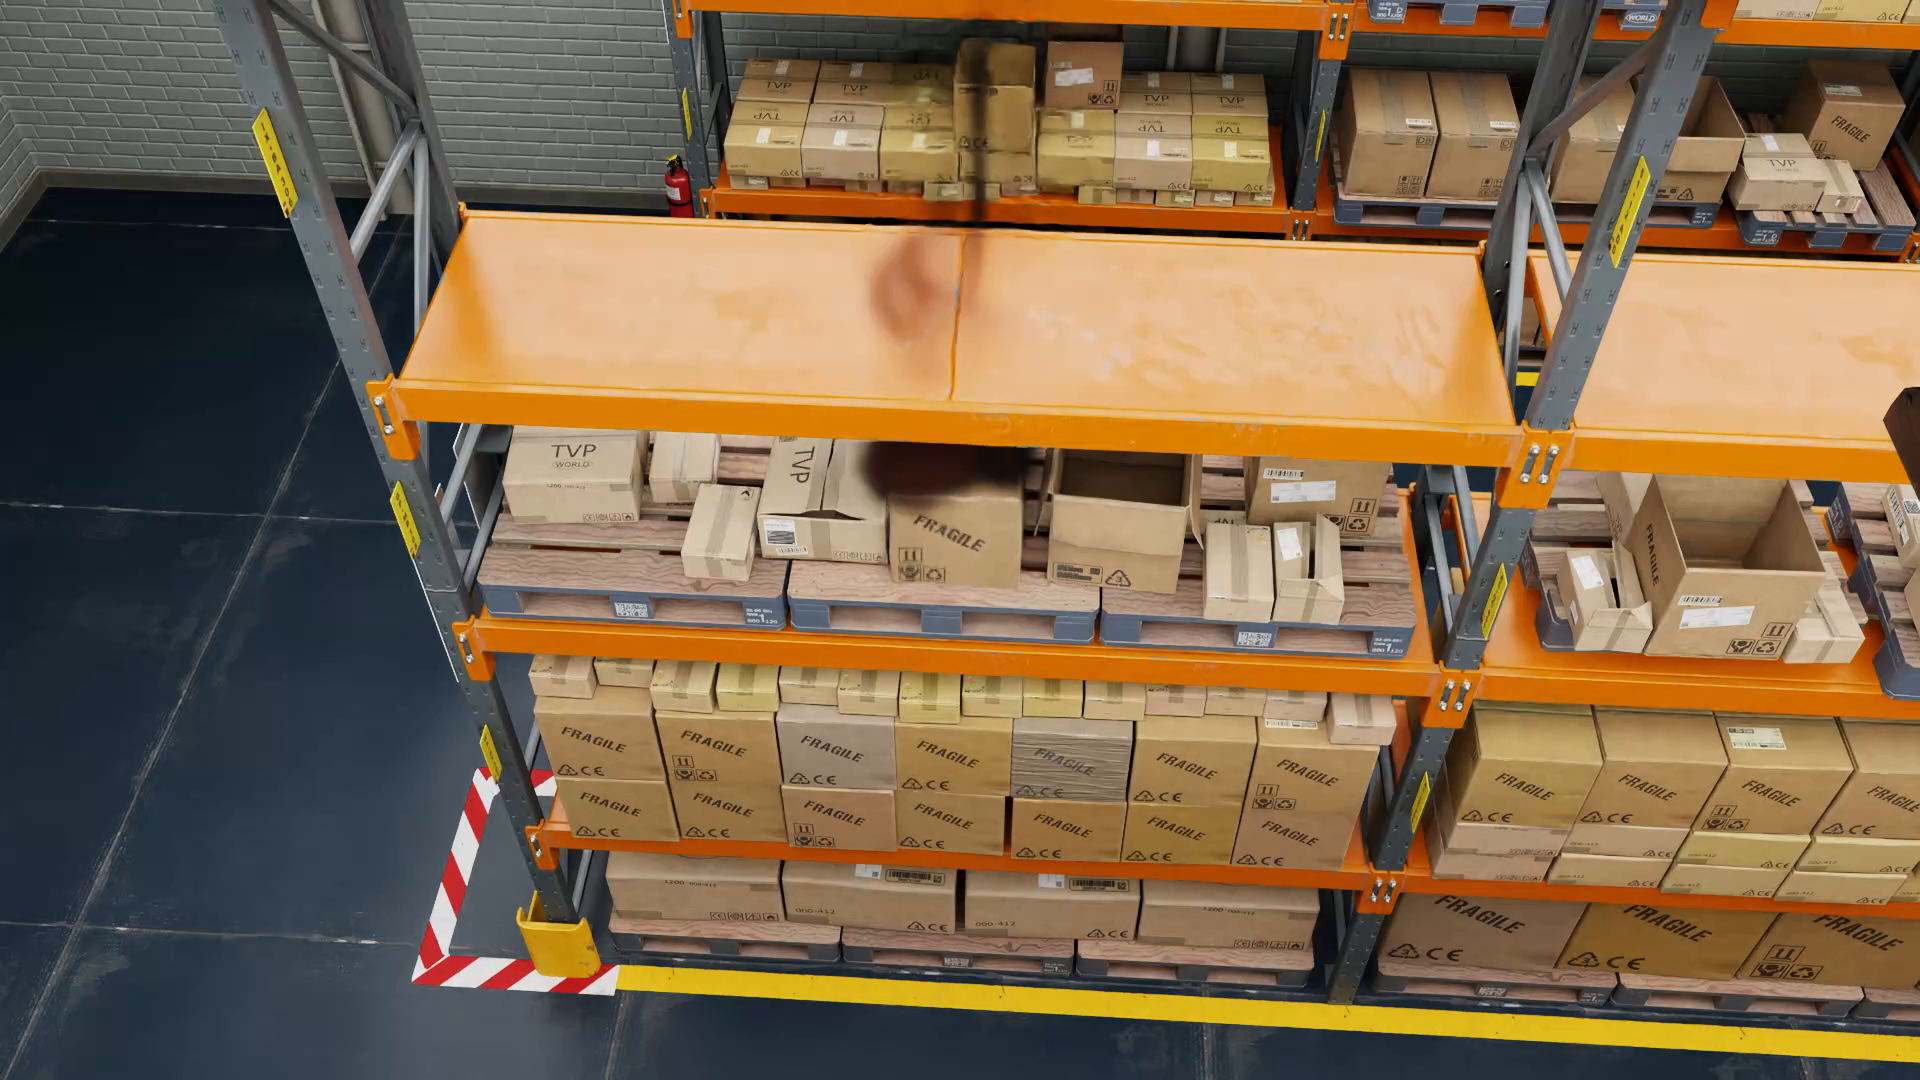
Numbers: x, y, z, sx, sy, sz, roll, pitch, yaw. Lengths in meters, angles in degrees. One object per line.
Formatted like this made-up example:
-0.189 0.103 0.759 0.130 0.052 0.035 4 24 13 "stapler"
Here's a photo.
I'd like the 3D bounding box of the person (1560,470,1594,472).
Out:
3.629 -0.343 9.843 0.884 1.783 0.672 -3 48 -3 "person"
